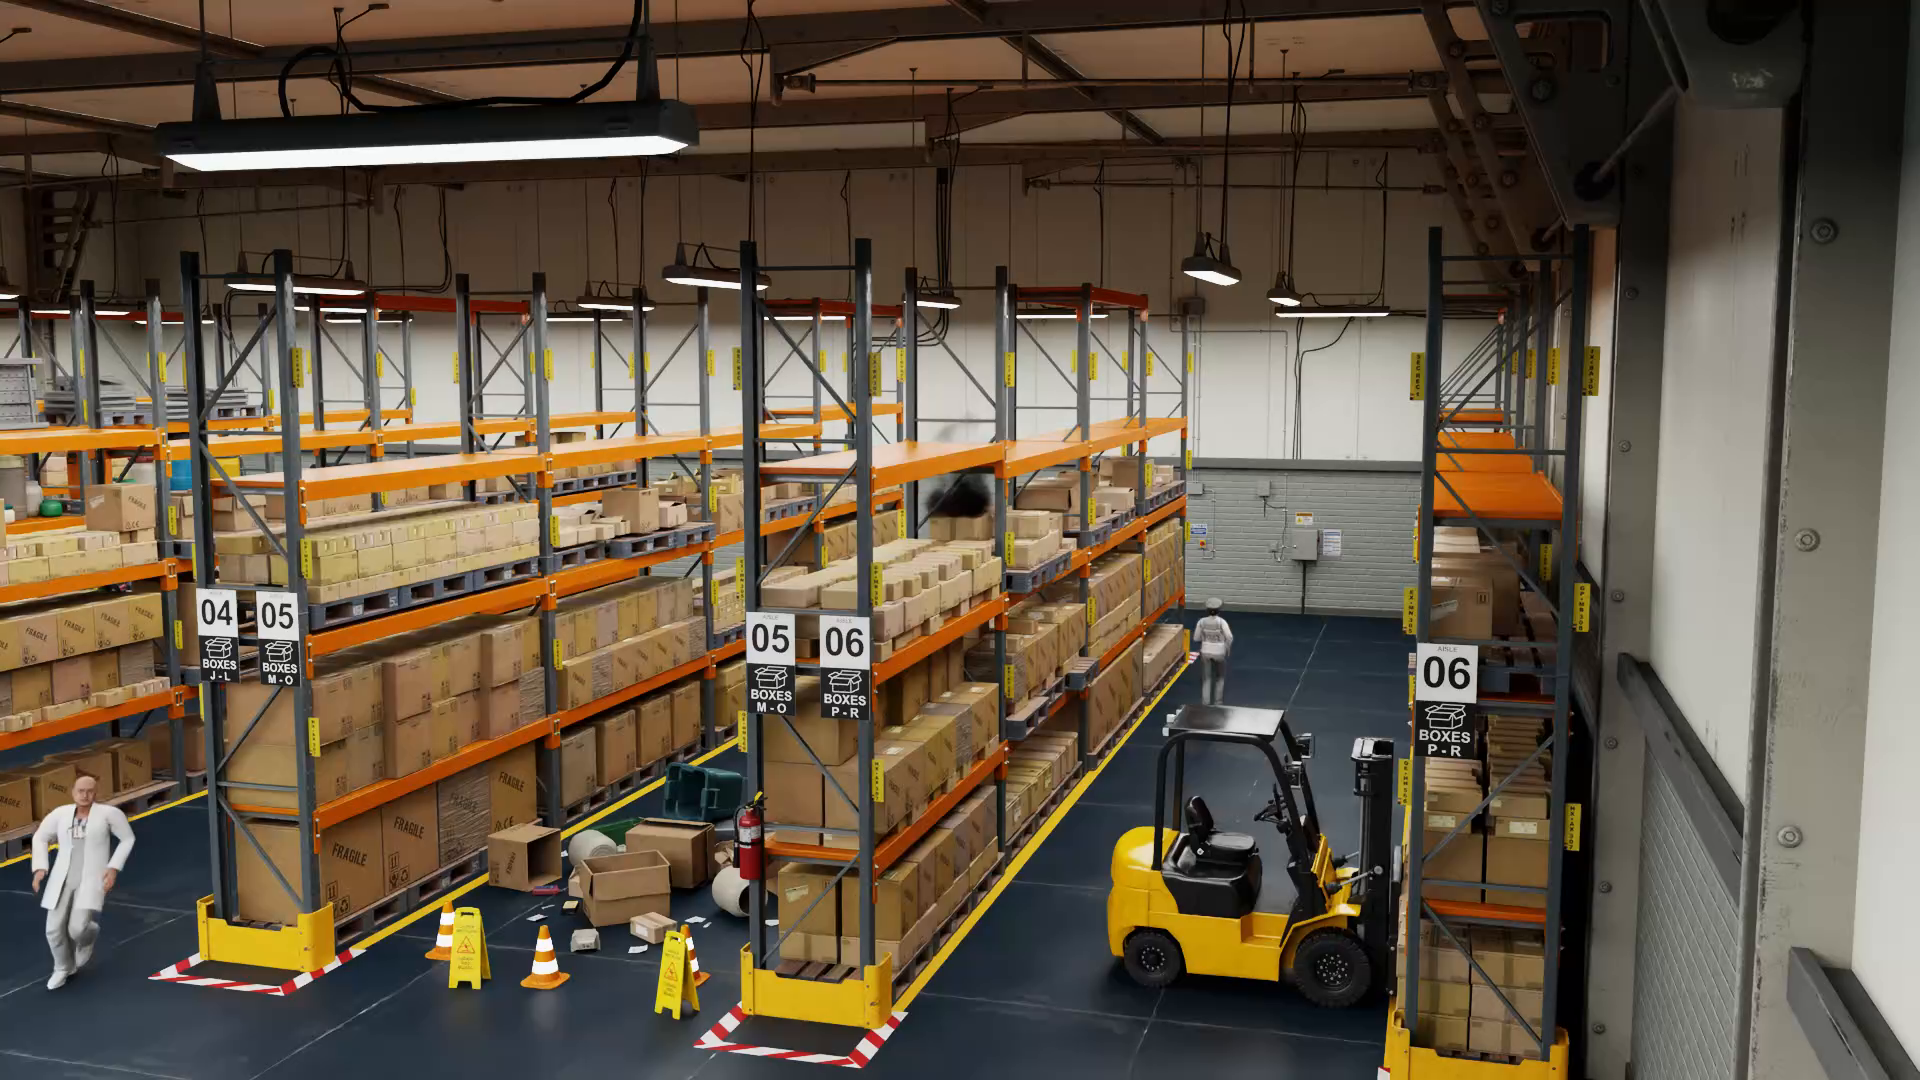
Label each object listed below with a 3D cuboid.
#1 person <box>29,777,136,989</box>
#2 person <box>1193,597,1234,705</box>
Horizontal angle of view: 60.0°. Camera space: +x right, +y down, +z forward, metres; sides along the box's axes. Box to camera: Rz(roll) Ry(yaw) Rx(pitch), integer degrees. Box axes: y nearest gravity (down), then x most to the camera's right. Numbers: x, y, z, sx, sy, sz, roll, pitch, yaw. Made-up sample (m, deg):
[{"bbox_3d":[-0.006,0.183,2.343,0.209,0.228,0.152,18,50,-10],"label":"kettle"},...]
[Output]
[{"bbox_3d":[-7.220,2.807,13.647,0.764,1.733,0.564,-1,7,-10],"label":"person"},{"bbox_3d":[3.609,1.676,23.652,0.602,1.735,0.765,2,7,16],"label":"person"}]
